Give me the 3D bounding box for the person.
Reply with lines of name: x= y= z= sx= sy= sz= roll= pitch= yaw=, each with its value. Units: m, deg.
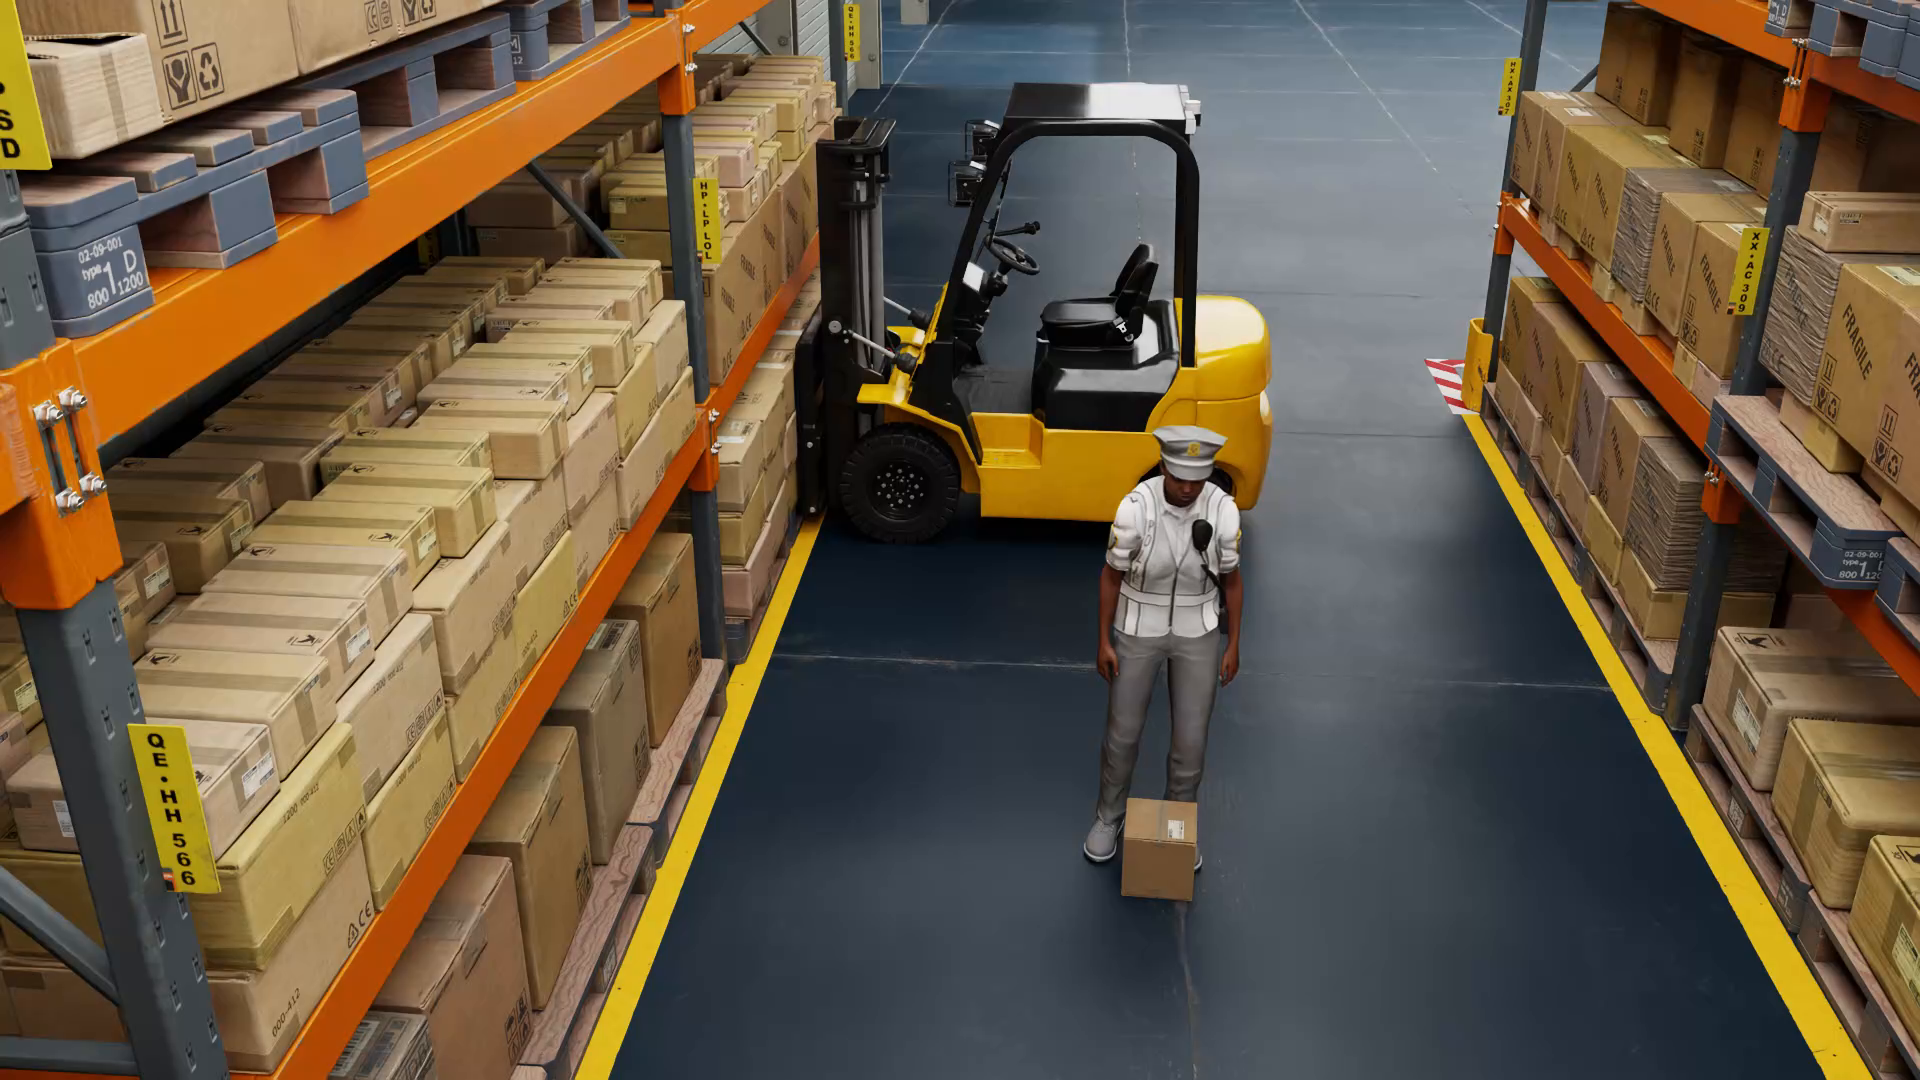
person: x=0.718 y=0.365 z=5.812 sx=0.522 sy=1.659 sz=0.418 roll=1 pitch=25 yaw=3
